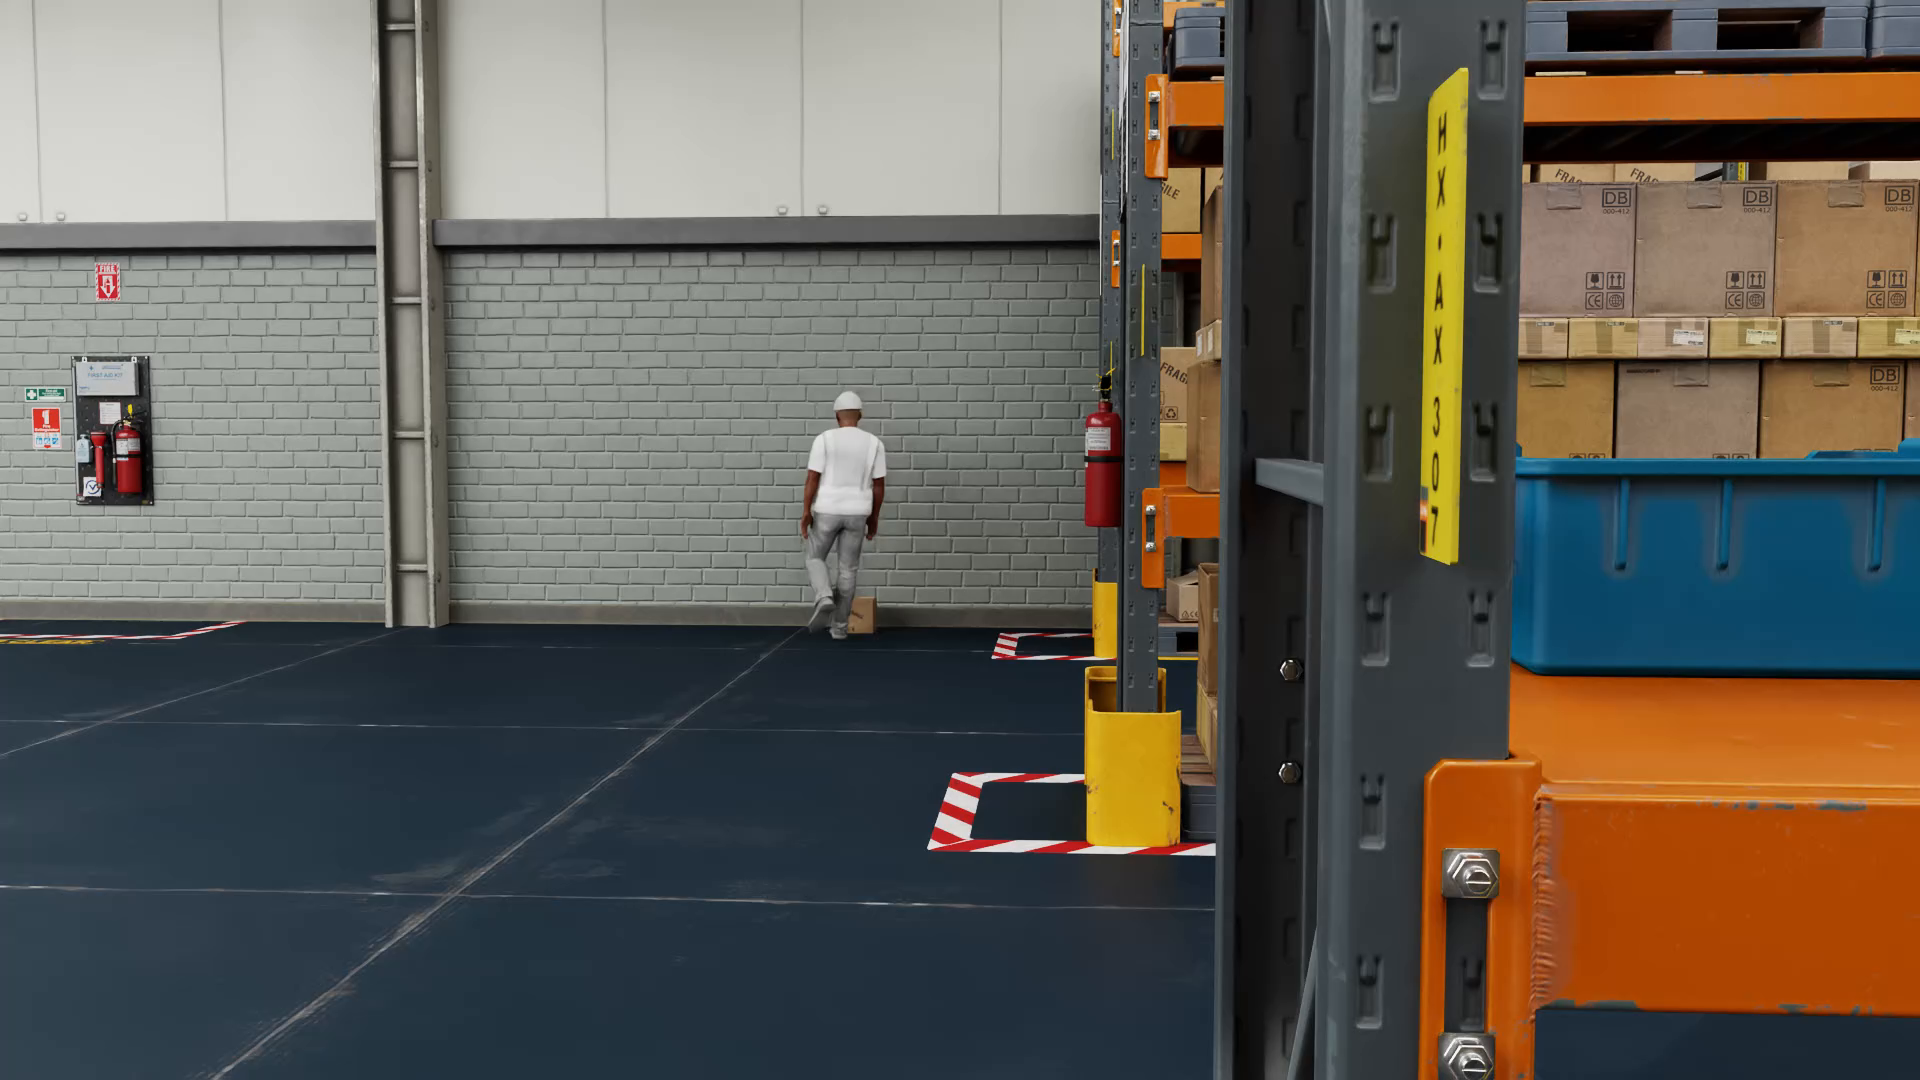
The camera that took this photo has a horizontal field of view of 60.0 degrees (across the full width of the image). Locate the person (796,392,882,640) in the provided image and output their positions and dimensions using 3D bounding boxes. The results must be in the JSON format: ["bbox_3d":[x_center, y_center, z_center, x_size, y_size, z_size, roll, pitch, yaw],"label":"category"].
[{"bbox_3d":[-0.878,-0.179,11.992,0.630,1.772,0.487,-1,4,-10],"label":"person"}]
